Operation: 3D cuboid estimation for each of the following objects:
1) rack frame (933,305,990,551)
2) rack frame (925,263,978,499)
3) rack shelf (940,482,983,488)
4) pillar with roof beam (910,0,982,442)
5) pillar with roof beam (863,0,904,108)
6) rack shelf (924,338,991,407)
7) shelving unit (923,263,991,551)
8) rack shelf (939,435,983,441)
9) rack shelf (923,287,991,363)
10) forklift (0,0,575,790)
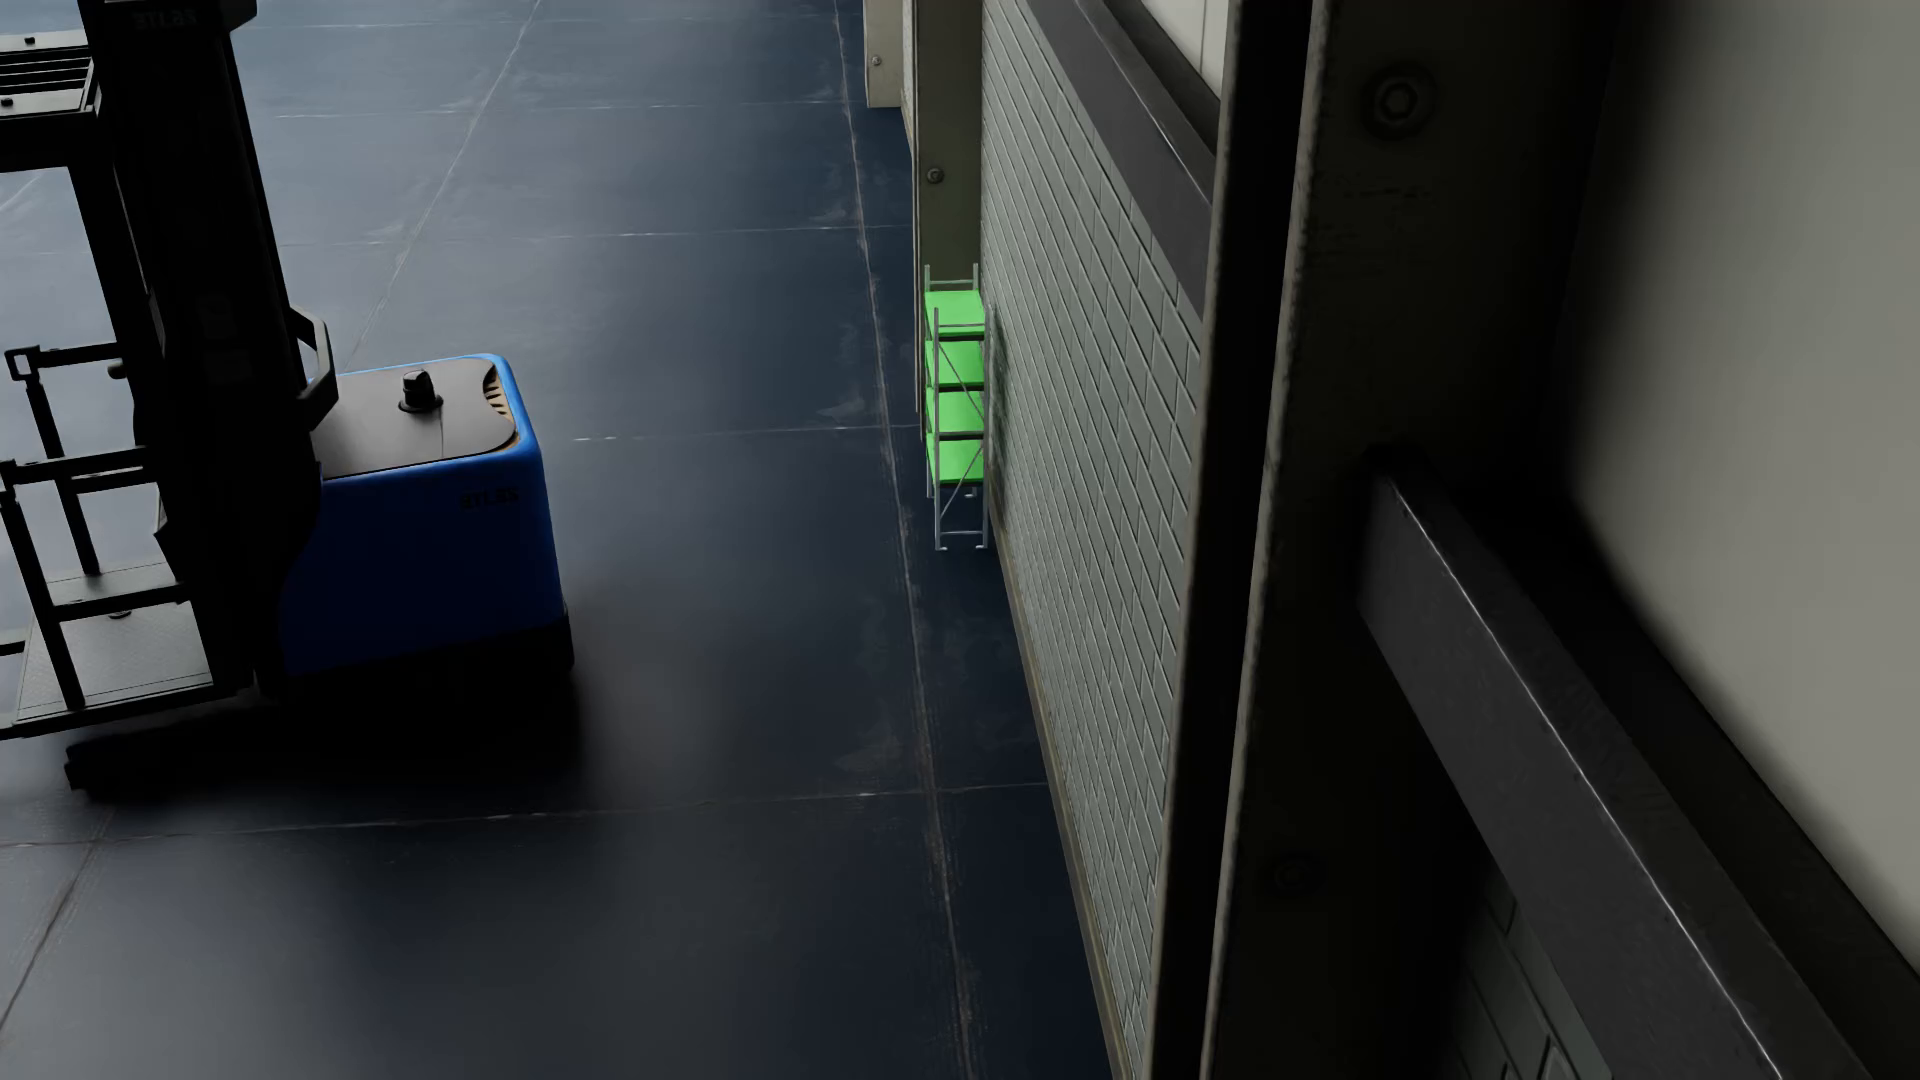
[{"bbox_3d":[0.007,-0.475,7.375,0.240,1.200,0.015,-3,31,-5],"label":"rack frame"},{"bbox_3d":[-0.038,-0.724,7.792,0.240,1.200,0.015,-3,31,-5],"label":"rack frame"},{"bbox_3d":[-0.015,-0.363,7.725,0.199,0.029,0.442,-3,31,-5],"label":"rack shelf"},{"bbox_3d":[-4.351,-4.272,6.127,9.100,9.000,0.400,-3,31,-5],"label":"pillar with roof beam"},{"bbox_3d":[-4.911,-7.335,11.255,9.100,9.000,0.400,-3,31,-5],"label":"pillar with roof beam"},{"bbox_3d":[-0.015,-0.751,7.494,0.258,0.148,0.480,-3,31,-5],"label":"rack shelf"},{"bbox_3d":[-0.015,-0.600,7.584,0.258,1.200,0.503,-3,31,-5],"label":"shelving unit"},{"bbox_3d":[-0.015,-0.569,7.602,0.199,0.029,0.442,-3,31,-5],"label":"rack shelf"},{"bbox_3d":[-0.016,-0.957,7.370,0.258,0.148,0.480,-3,31,-5],"label":"rack shelf"},{"bbox_3d":[-3.142,-0.635,5.955,3.031,2.935,1.130,-11,33,-18],"label":"forklift"}]
